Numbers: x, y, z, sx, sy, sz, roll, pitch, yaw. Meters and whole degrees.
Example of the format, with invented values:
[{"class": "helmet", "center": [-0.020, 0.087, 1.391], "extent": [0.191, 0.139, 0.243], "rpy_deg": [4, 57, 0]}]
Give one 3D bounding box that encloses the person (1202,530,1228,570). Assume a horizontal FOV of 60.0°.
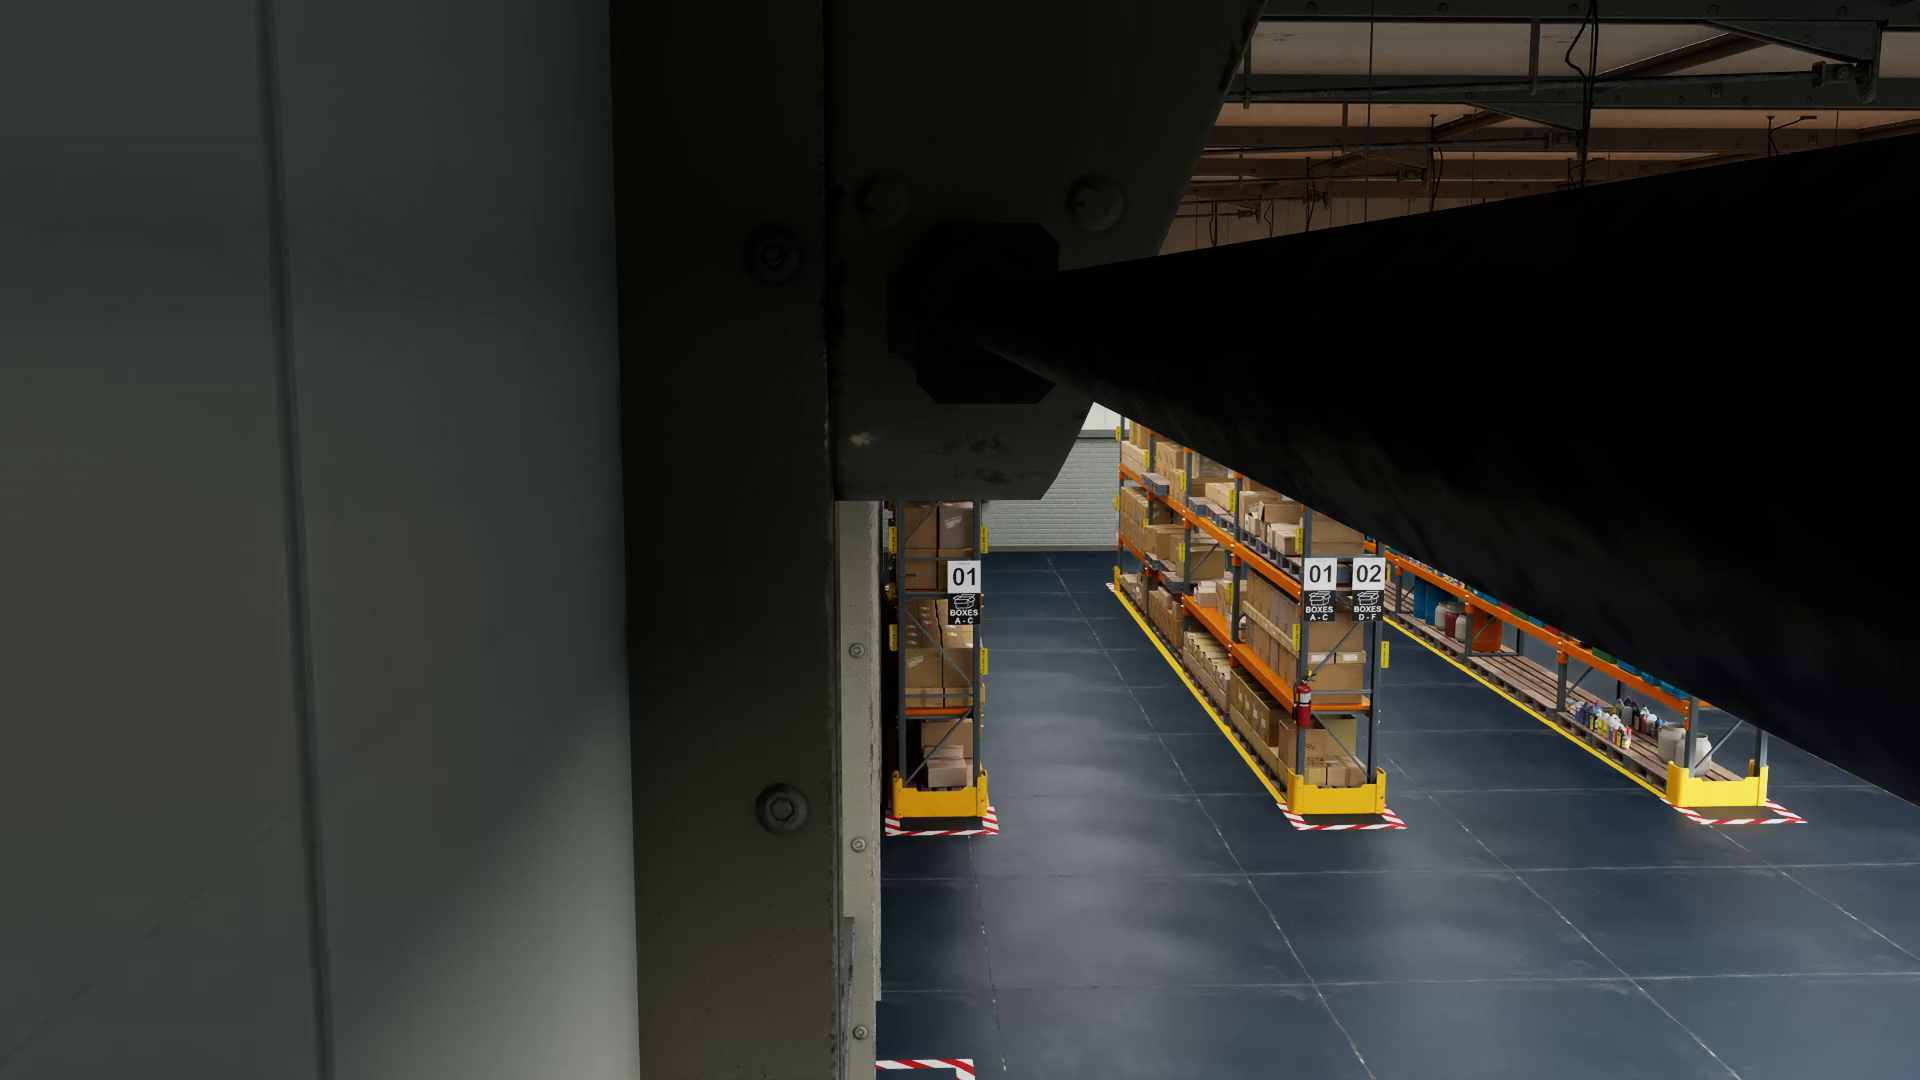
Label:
[{"class": "person", "center": [5.570, 0.240, 36.429], "extent": [0.716, 1.748, 0.578], "rpy_deg": [-6, 10, -37]}]
